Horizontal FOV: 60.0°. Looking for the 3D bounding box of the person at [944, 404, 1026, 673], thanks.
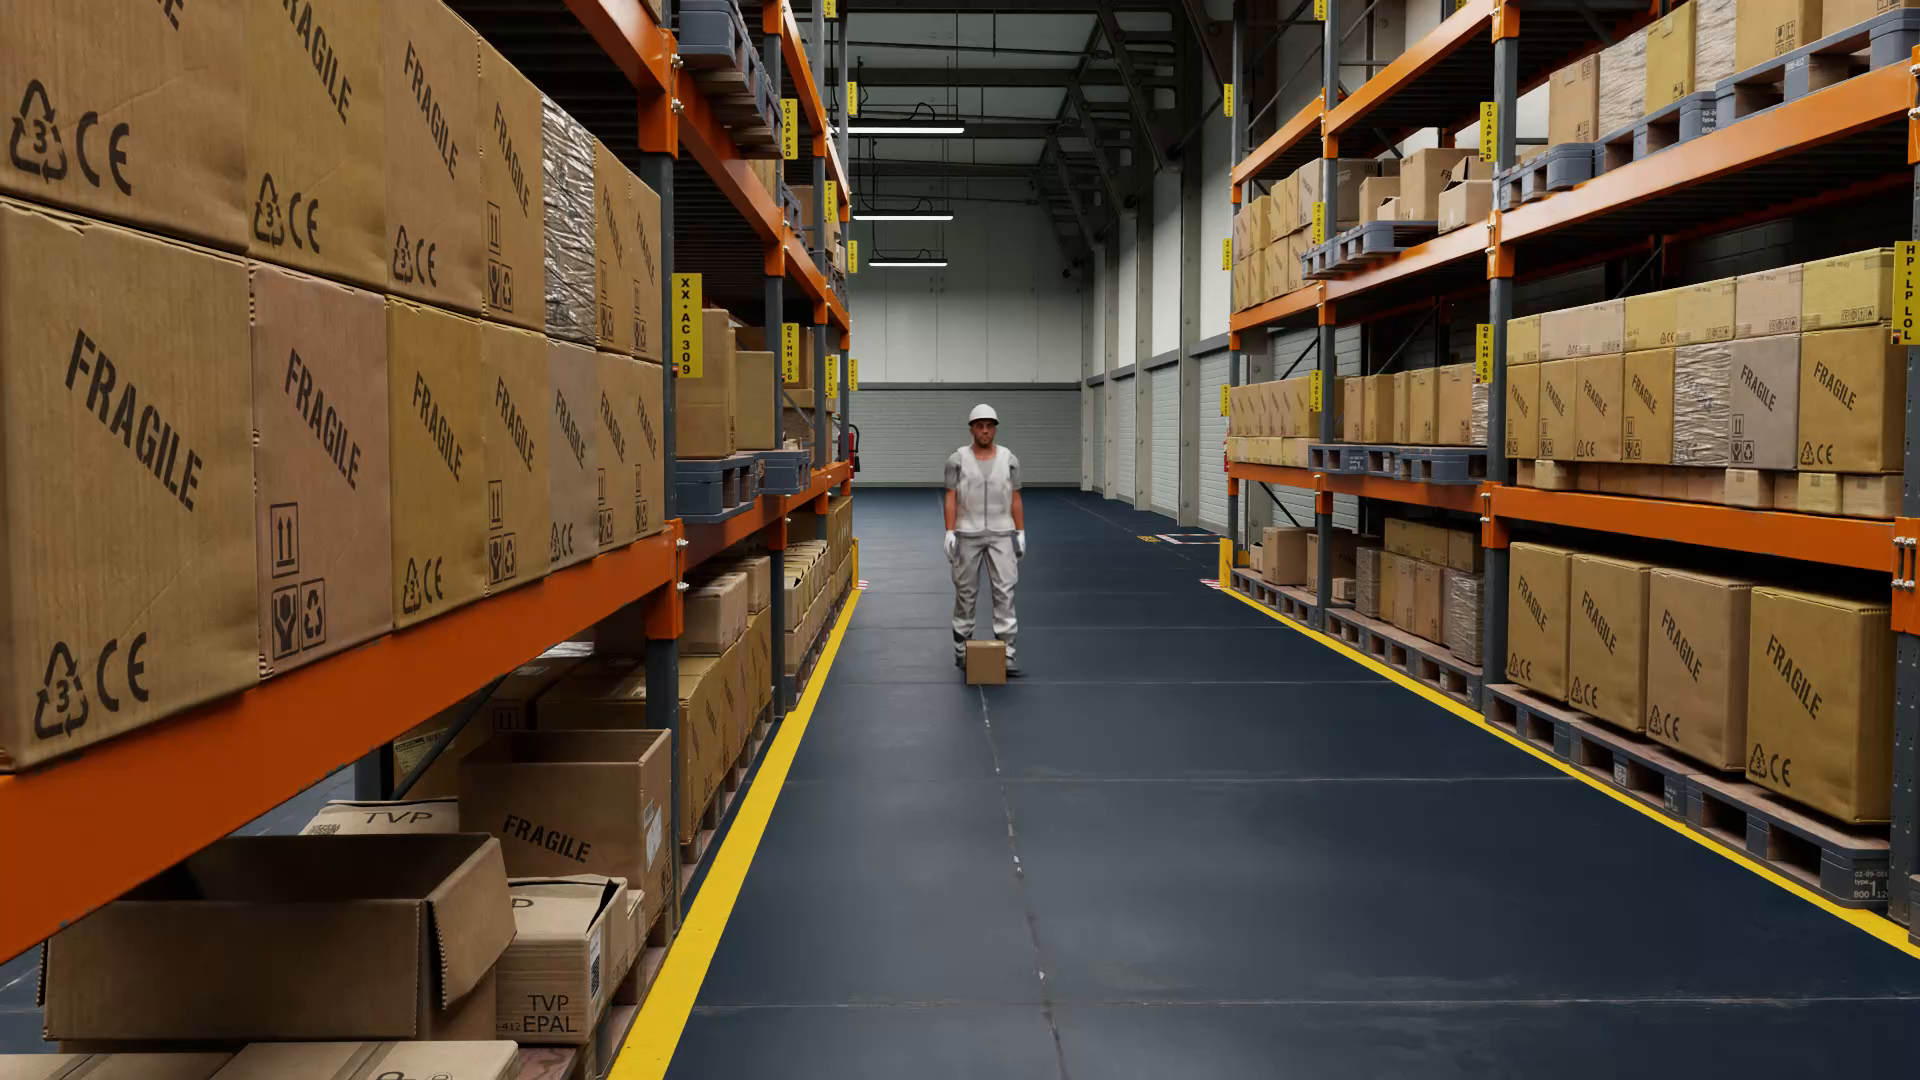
[{"bbox_3d":[0.178,-0.011,11.050,0.562,1.786,0.625,0,4,-5],"label":"person"}]
